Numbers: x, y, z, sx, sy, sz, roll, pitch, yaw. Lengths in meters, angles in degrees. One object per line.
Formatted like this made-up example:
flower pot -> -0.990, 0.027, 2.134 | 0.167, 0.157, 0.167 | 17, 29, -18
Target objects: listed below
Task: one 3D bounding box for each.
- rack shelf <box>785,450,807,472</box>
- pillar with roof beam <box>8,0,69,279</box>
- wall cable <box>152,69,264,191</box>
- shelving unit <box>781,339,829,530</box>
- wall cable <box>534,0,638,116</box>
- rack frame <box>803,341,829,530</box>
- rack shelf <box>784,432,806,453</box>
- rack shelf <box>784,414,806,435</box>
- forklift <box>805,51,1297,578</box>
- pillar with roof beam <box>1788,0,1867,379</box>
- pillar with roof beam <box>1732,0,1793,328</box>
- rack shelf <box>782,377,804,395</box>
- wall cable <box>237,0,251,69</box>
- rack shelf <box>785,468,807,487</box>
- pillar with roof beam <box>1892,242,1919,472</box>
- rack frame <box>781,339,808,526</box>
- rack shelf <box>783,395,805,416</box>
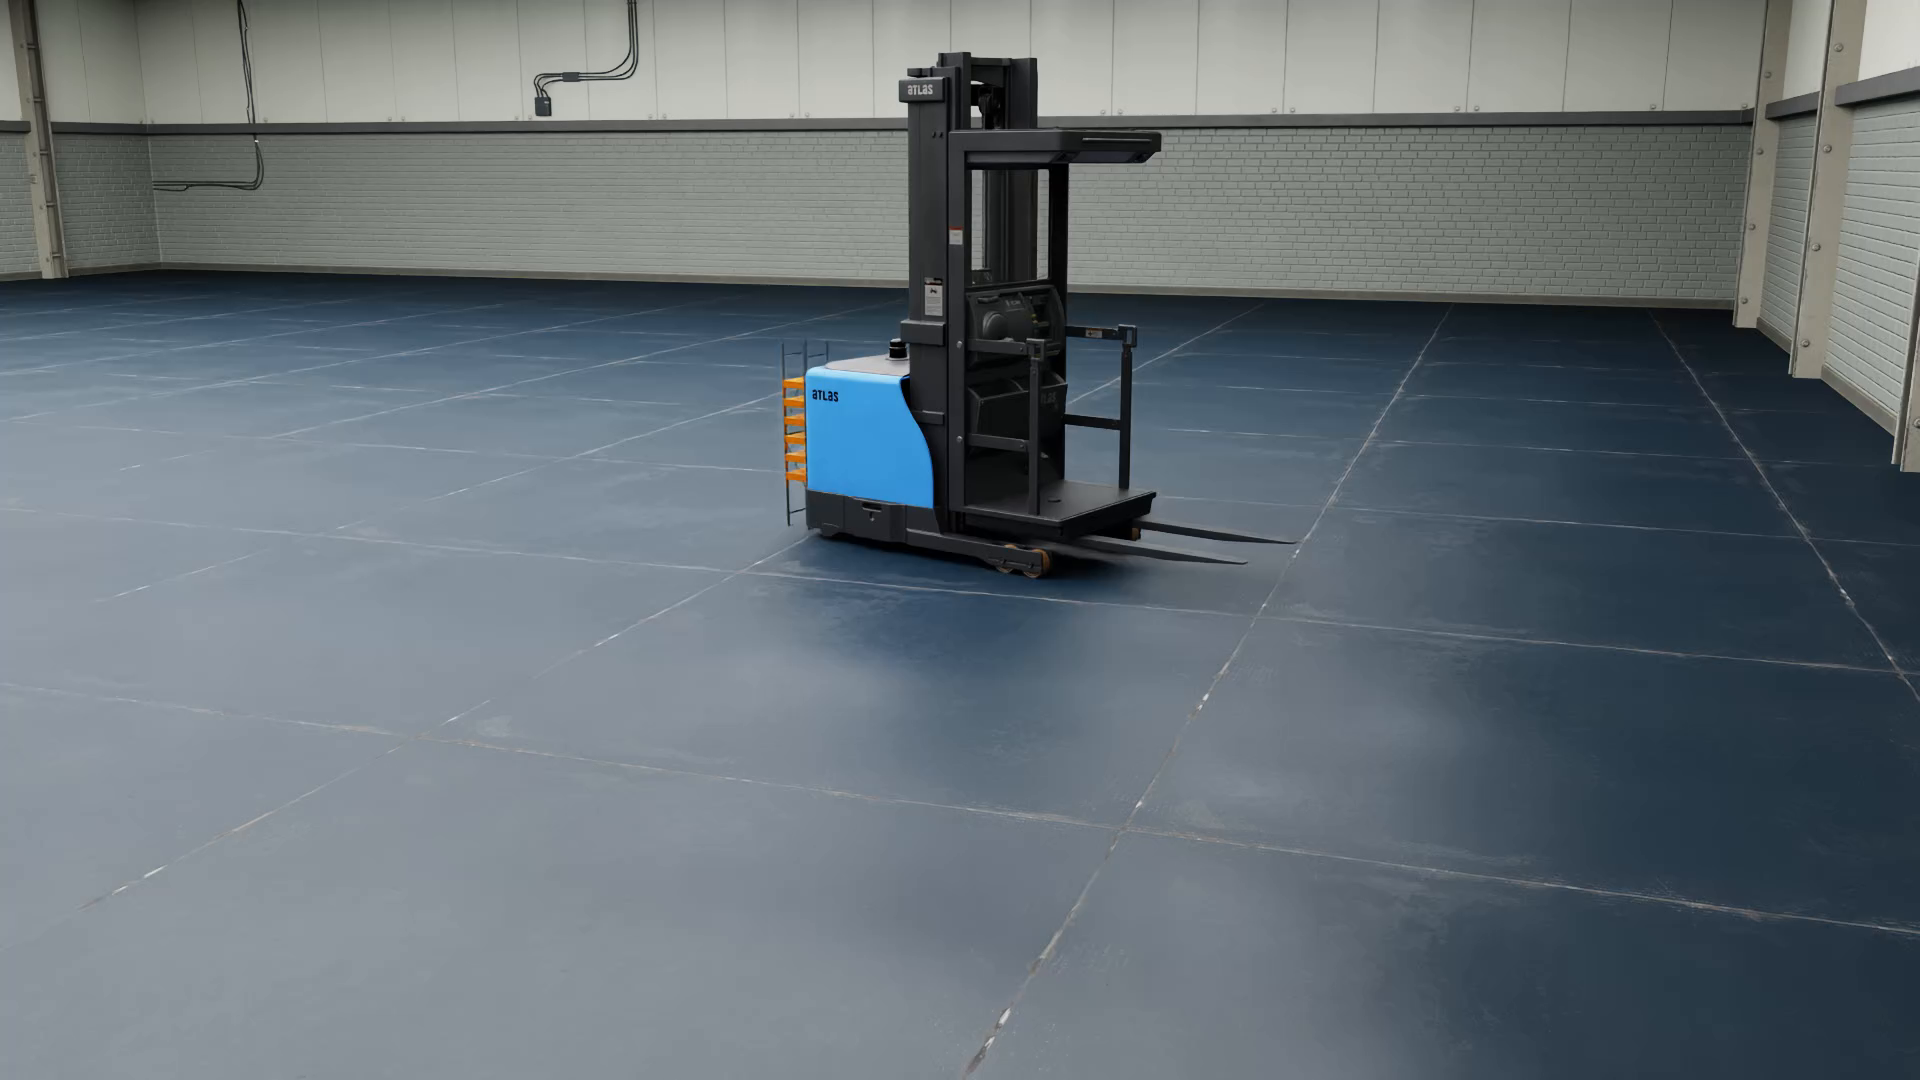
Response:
rack shelf -> -0.988, -0.525, 10.822 | 0.180, 0.103, 0.258 | 9, 17, 35
pillar with roof beam -> -14.394, -9.430, 31.580 | 9.100, 9.000, 0.400 | 4, 14, 18
wall cable -> -16.263, -8.751, 35.584 | 3.097, 2.526, 0.112 | 4, 14, 18
shelving unit -> -0.989, -0.685, 10.784 | 0.189, 1.200, 0.258 | 9, 17, 35
wall cable -> -7.285, -11.236, 31.851 | 2.305, 6.003, 0.169 | 4, 14, 18
rack frame -> -0.915, -0.673, 10.731 | 0.006, 1.200, 0.240 | 9, 17, 35
rack shelf -> -0.989, -0.642, 10.794 | 0.180, 0.103, 0.258 | 9, 17, 35
rack shelf -> -0.990, -0.758, 10.766 | 0.180, 0.103, 0.258 | 9, 17, 35
forklift -> 0.506, -1.345, 9.796 | 3.031, 2.935, 1.130 | 9, 16, 35
pillar with roof beam -> 5.324, -6.518, 18.824 | 9.100, 9.000, 0.400 | 4, 14, 18
pillar with roof beam -> 7.265, -7.782, 24.359 | 9.100, 9.000, 0.400 | 4, 14, 18
rack shelf -> -0.992, -0.992, 10.710 | 0.180, 0.103, 0.258 | 9, 17, 35
wall cable -> -13.703, -11.018, 34.168 | 3.097, 2.526, 0.112 | 4, 14, 18
rack shelf -> -0.987, -0.408, 10.850 | 0.180, 0.103, 0.258 | 9, 17, 35
pillar with roof beam -> 3.383, -5.255, 13.289 | 9.100, 9.000, 0.400 | 4, 14, 18
rack frame -> -1.063, -0.697, 10.836 | 0.006, 1.200, 0.240 | 9, 17, 35
rack shelf -> -0.991, -0.875, 10.738 | 0.180, 0.103, 0.258 | 9, 17, 35
